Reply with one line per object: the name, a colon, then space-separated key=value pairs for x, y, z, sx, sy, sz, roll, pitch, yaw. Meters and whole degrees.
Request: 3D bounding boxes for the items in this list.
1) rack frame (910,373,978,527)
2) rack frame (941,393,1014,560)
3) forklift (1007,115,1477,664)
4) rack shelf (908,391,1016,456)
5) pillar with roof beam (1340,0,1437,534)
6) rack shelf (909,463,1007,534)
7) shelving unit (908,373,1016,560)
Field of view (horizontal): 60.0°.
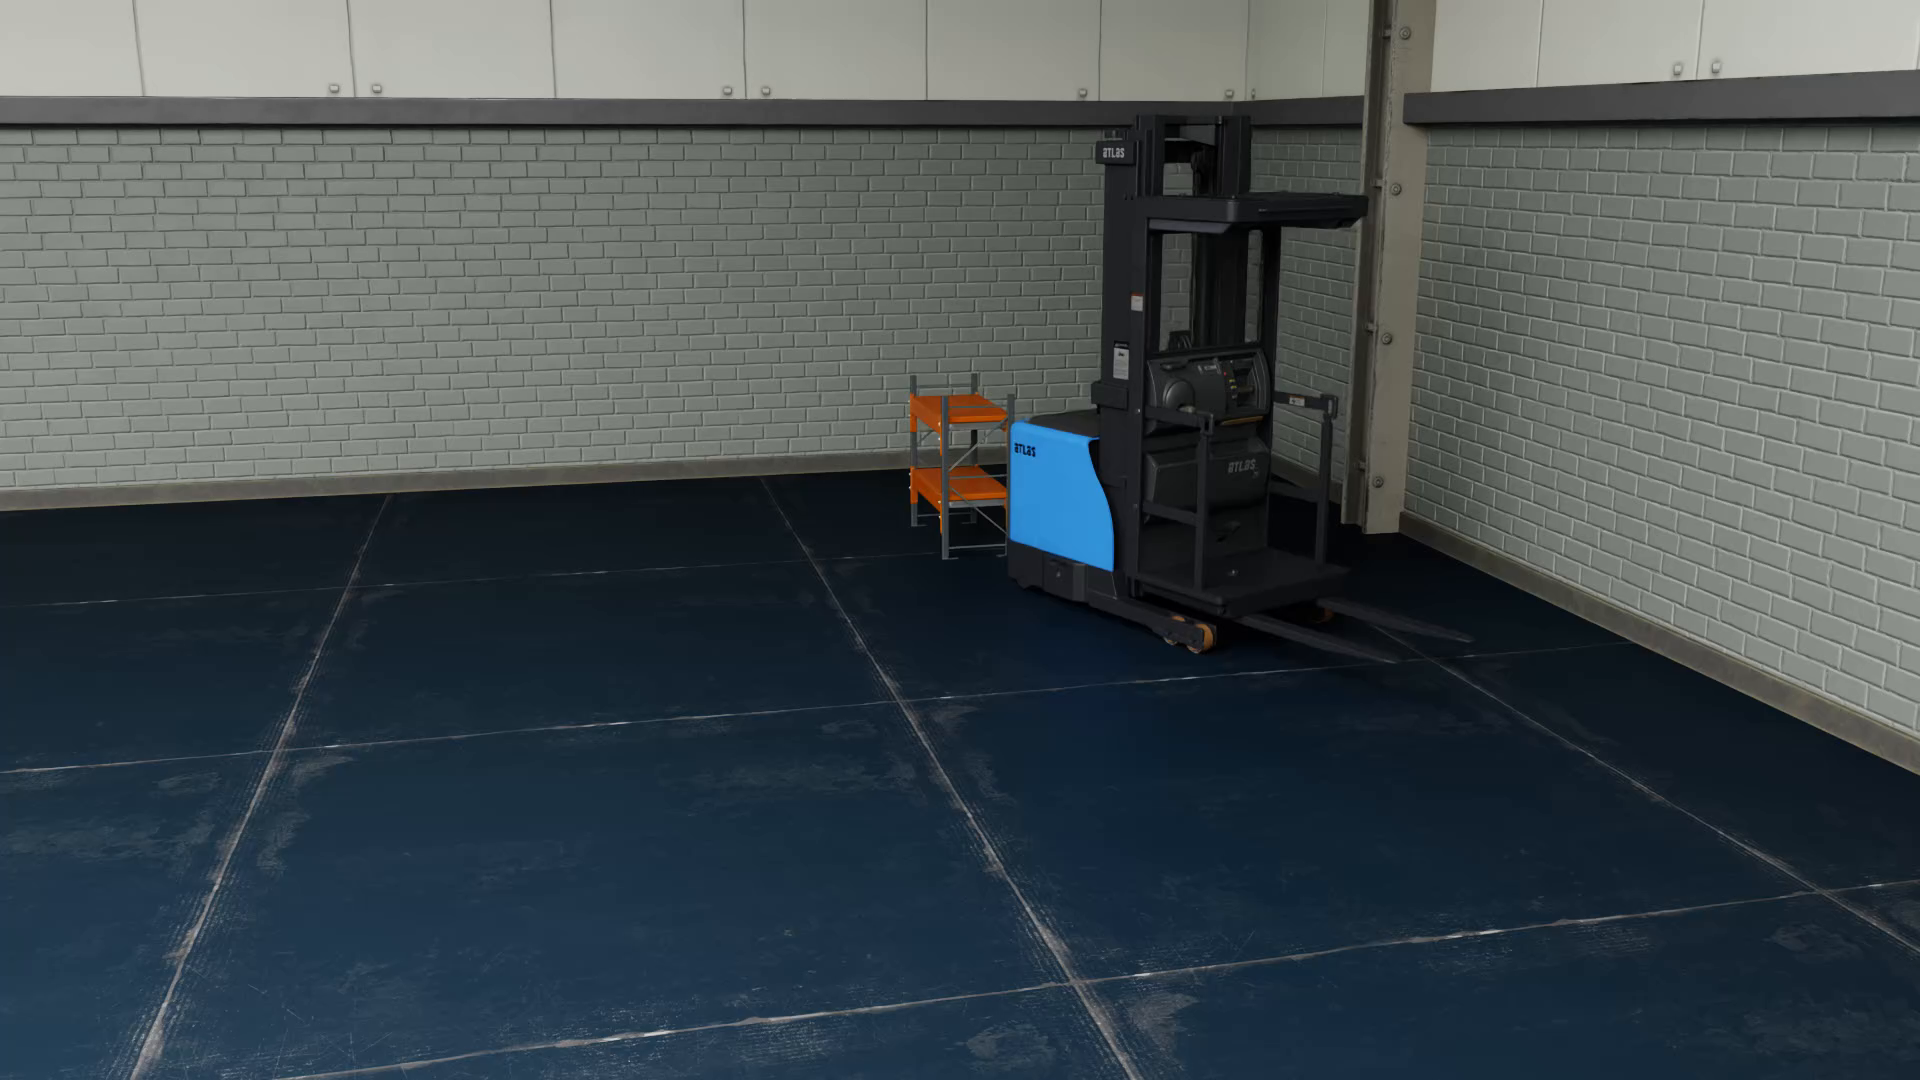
rack frame: x=-0.118 y=-0.662 z=12.267 sx=0.500 sy=1.125 sz=0.032 roll=-3 pitch=14 yaw=-13
rack frame: x=0.121 y=-0.428 z=11.307 sx=0.500 sy=1.125 sz=0.032 roll=-3 pitch=14 yaw=-13
forklift: x=1.579 y=-0.919 z=9.515 sx=1.130 sy=2.935 sz=3.031 roll=-10 pitch=17 yaw=-35
rack shelf: x=0.002 y=-0.829 z=11.718 sx=0.538 sy=0.278 sz=1.000 roll=-3 pitch=14 yaw=-13
pillar with roof beam: x=-1.136 y=-4.229 z=10.274 sx=9.100 sy=9.000 sz=0.400 roll=-3 pitch=14 yaw=-13
rack shelf: x=0.002 y=-0.307 z=11.845 sx=0.538 sy=0.278 sz=1.000 roll=-3 pitch=14 yaw=-13
shelving unit: x=0.002 y=-0.545 z=11.787 sx=0.538 sy=1.125 sz=1.048 roll=-3 pitch=14 yaw=-13
